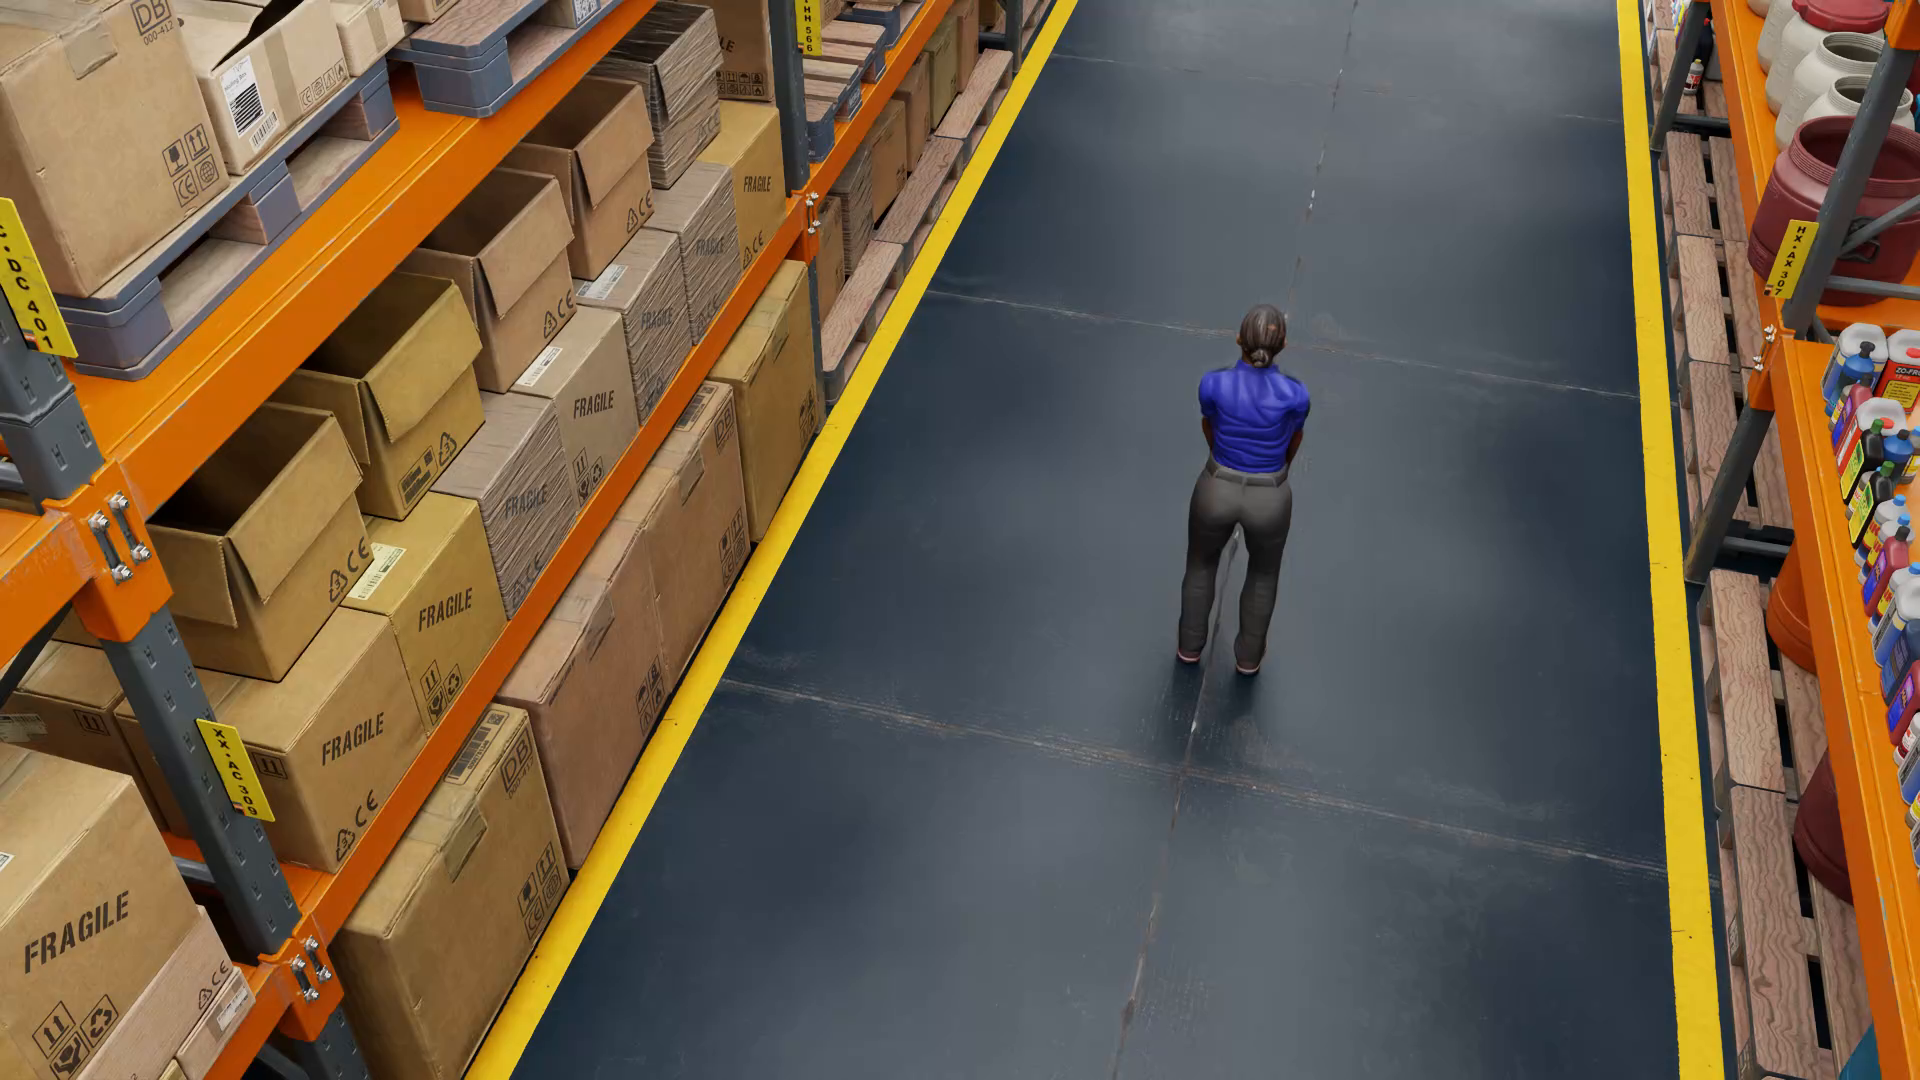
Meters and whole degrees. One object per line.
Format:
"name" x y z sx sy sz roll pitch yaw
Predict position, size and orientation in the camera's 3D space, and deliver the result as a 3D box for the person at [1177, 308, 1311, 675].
"person" 1.090 -0.205 6.433 0.413 1.617 0.516 9 42 10
